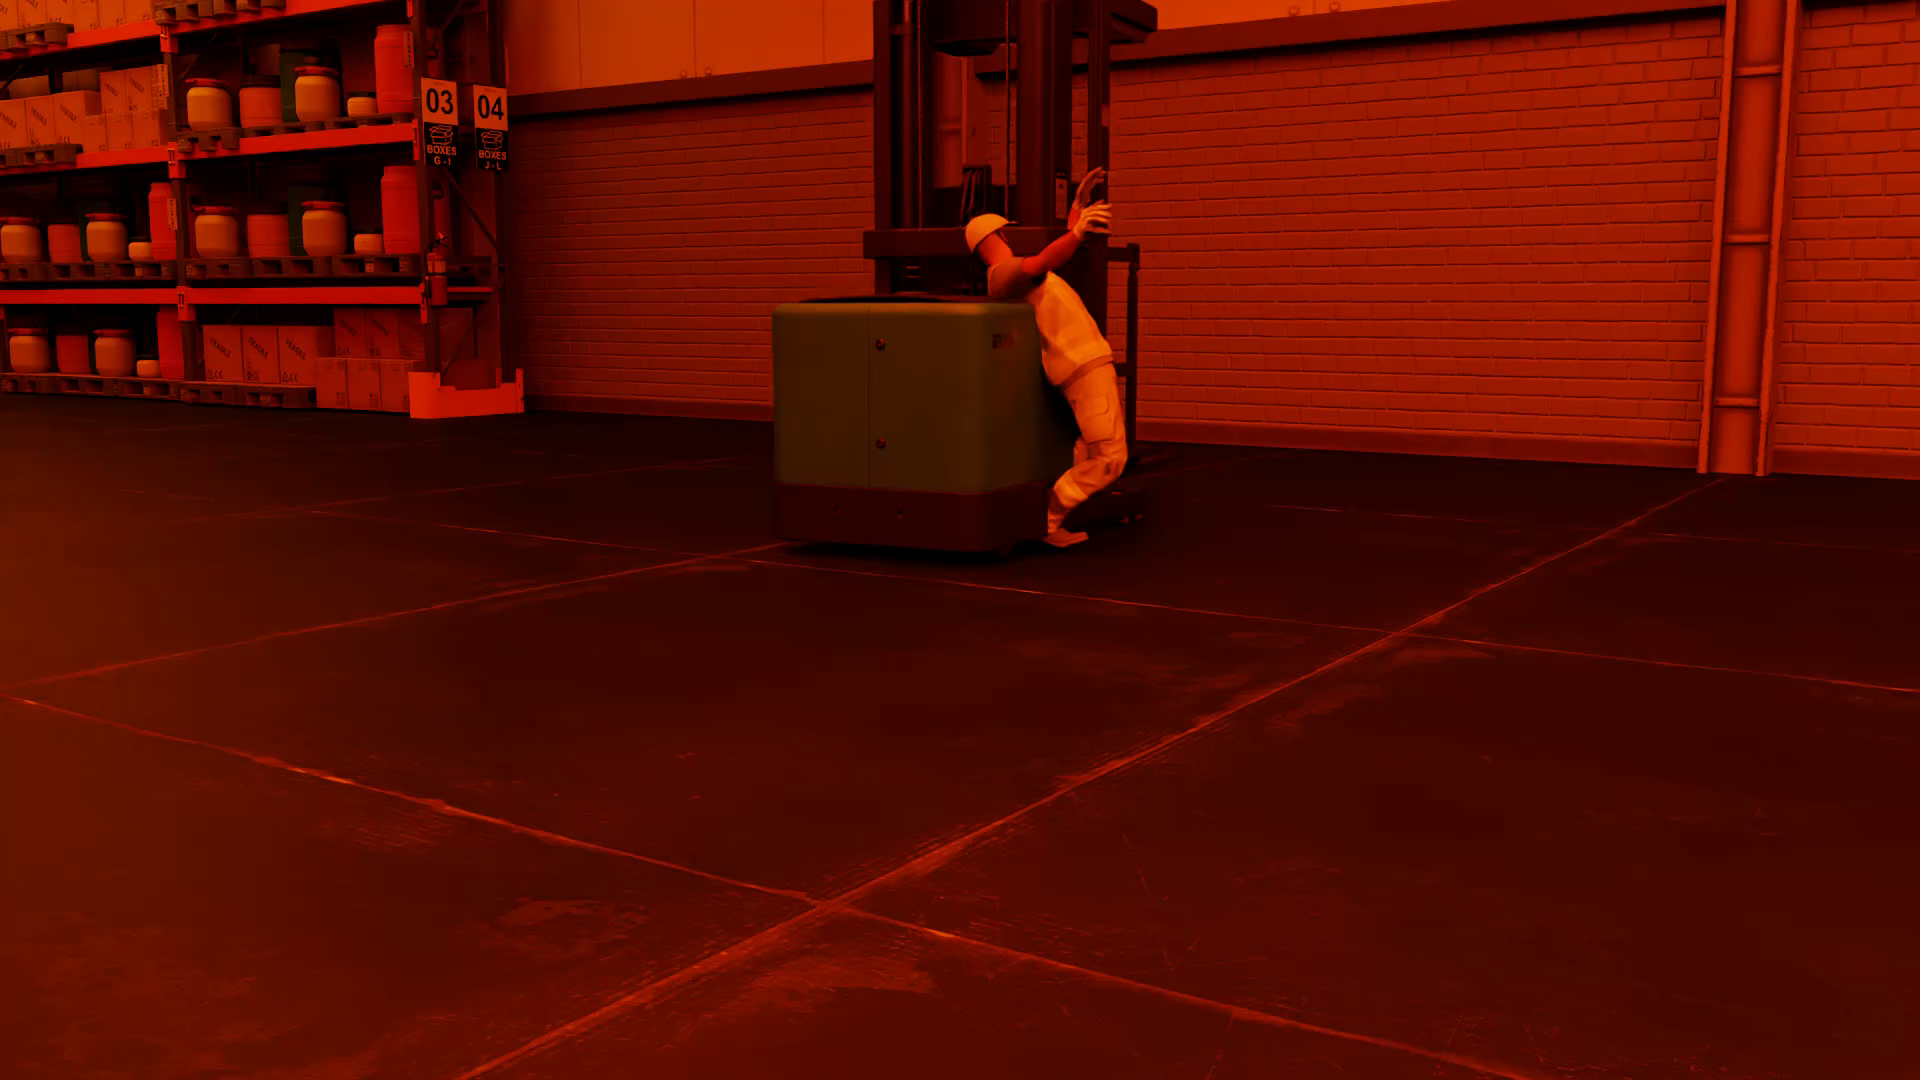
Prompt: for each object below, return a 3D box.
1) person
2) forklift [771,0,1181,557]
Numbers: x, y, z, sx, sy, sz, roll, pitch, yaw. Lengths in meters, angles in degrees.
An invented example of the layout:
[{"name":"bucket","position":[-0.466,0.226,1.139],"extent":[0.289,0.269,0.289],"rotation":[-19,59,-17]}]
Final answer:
[{"name":"person","position":[0.379,-0.797,7.172],"extent":[0.723,1.658,1.052],"rotation":[0,8,1]},{"name":"forklift","position":[0.288,-1.550,8.091],"extent":[1.130,2.935,3.031],"rotation":[4,9,26]}]
